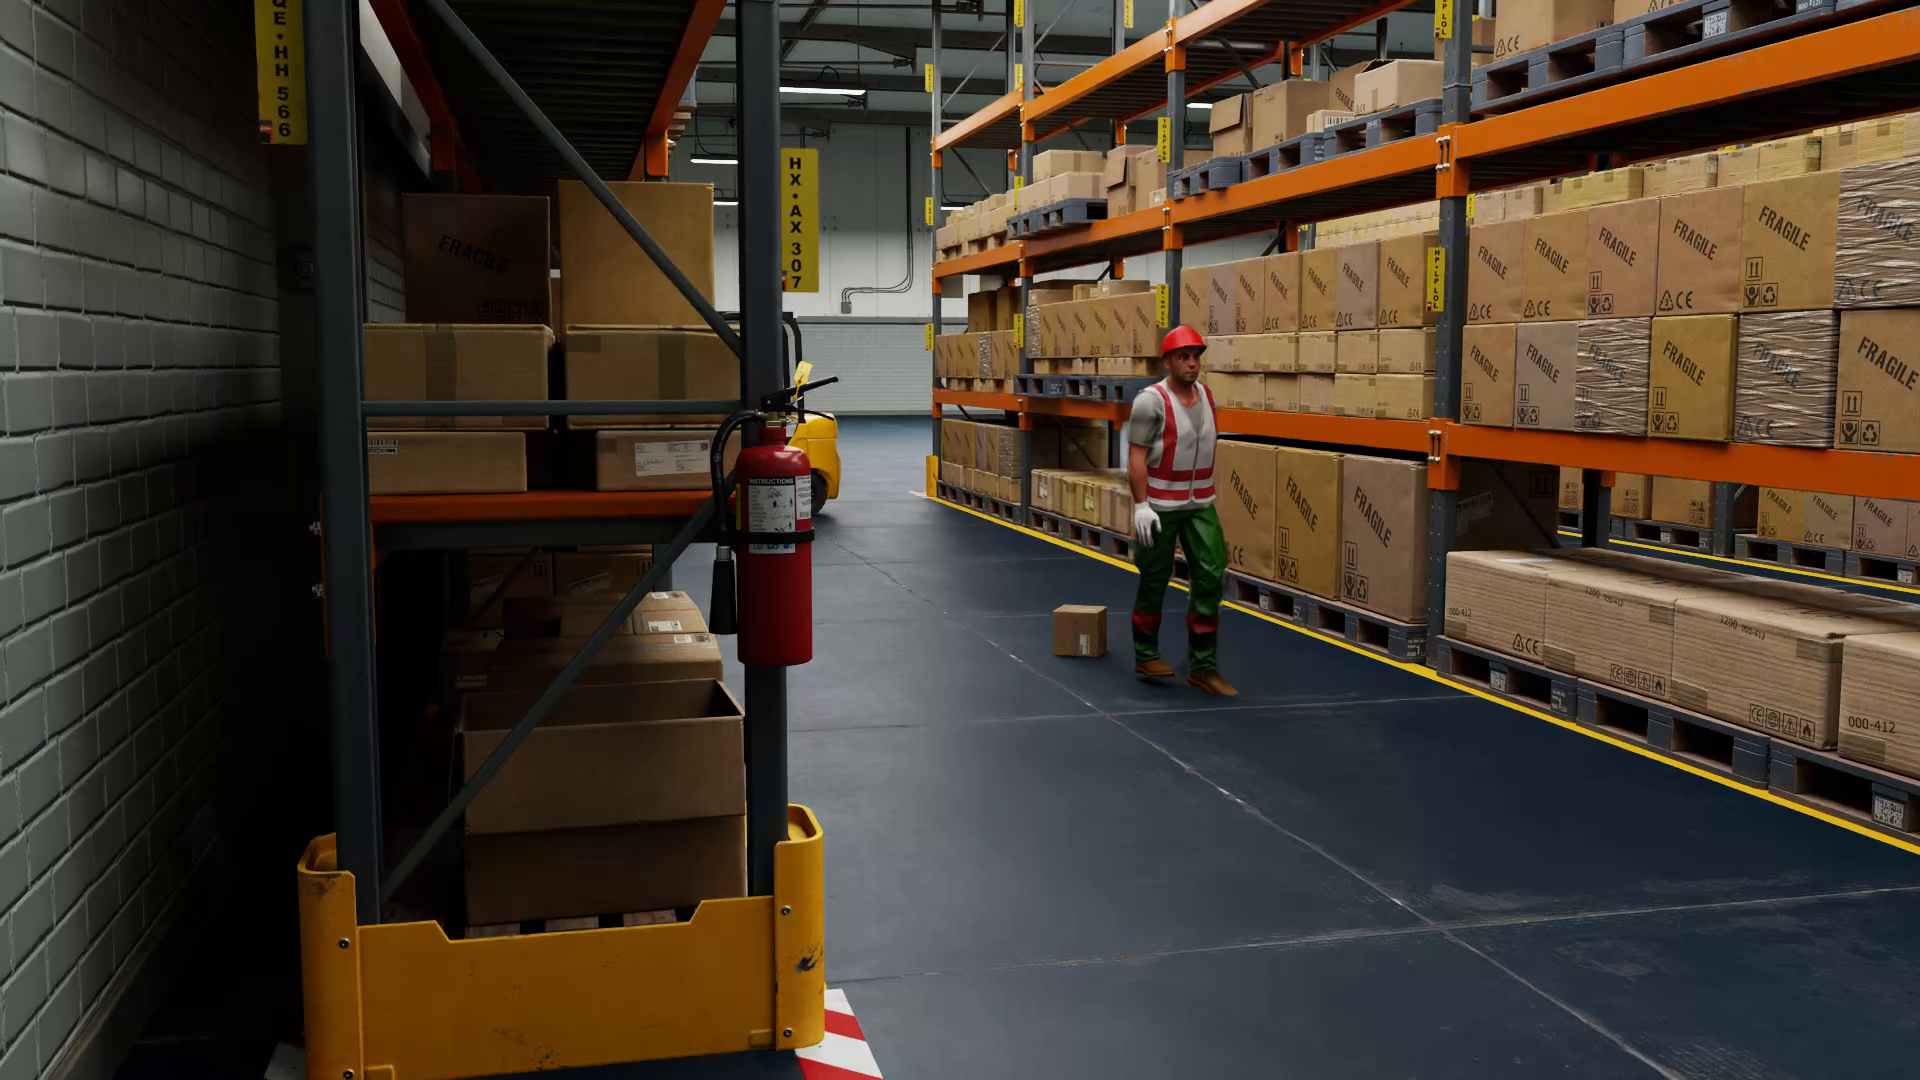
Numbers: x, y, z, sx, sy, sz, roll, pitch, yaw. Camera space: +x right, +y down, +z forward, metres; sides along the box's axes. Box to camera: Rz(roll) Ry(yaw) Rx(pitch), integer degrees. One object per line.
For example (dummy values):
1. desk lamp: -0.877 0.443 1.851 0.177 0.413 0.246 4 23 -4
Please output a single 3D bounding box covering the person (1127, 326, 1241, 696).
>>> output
1. person: 1.059 -0.136 8.206 0.579 1.822 0.622 -3 7 -24
